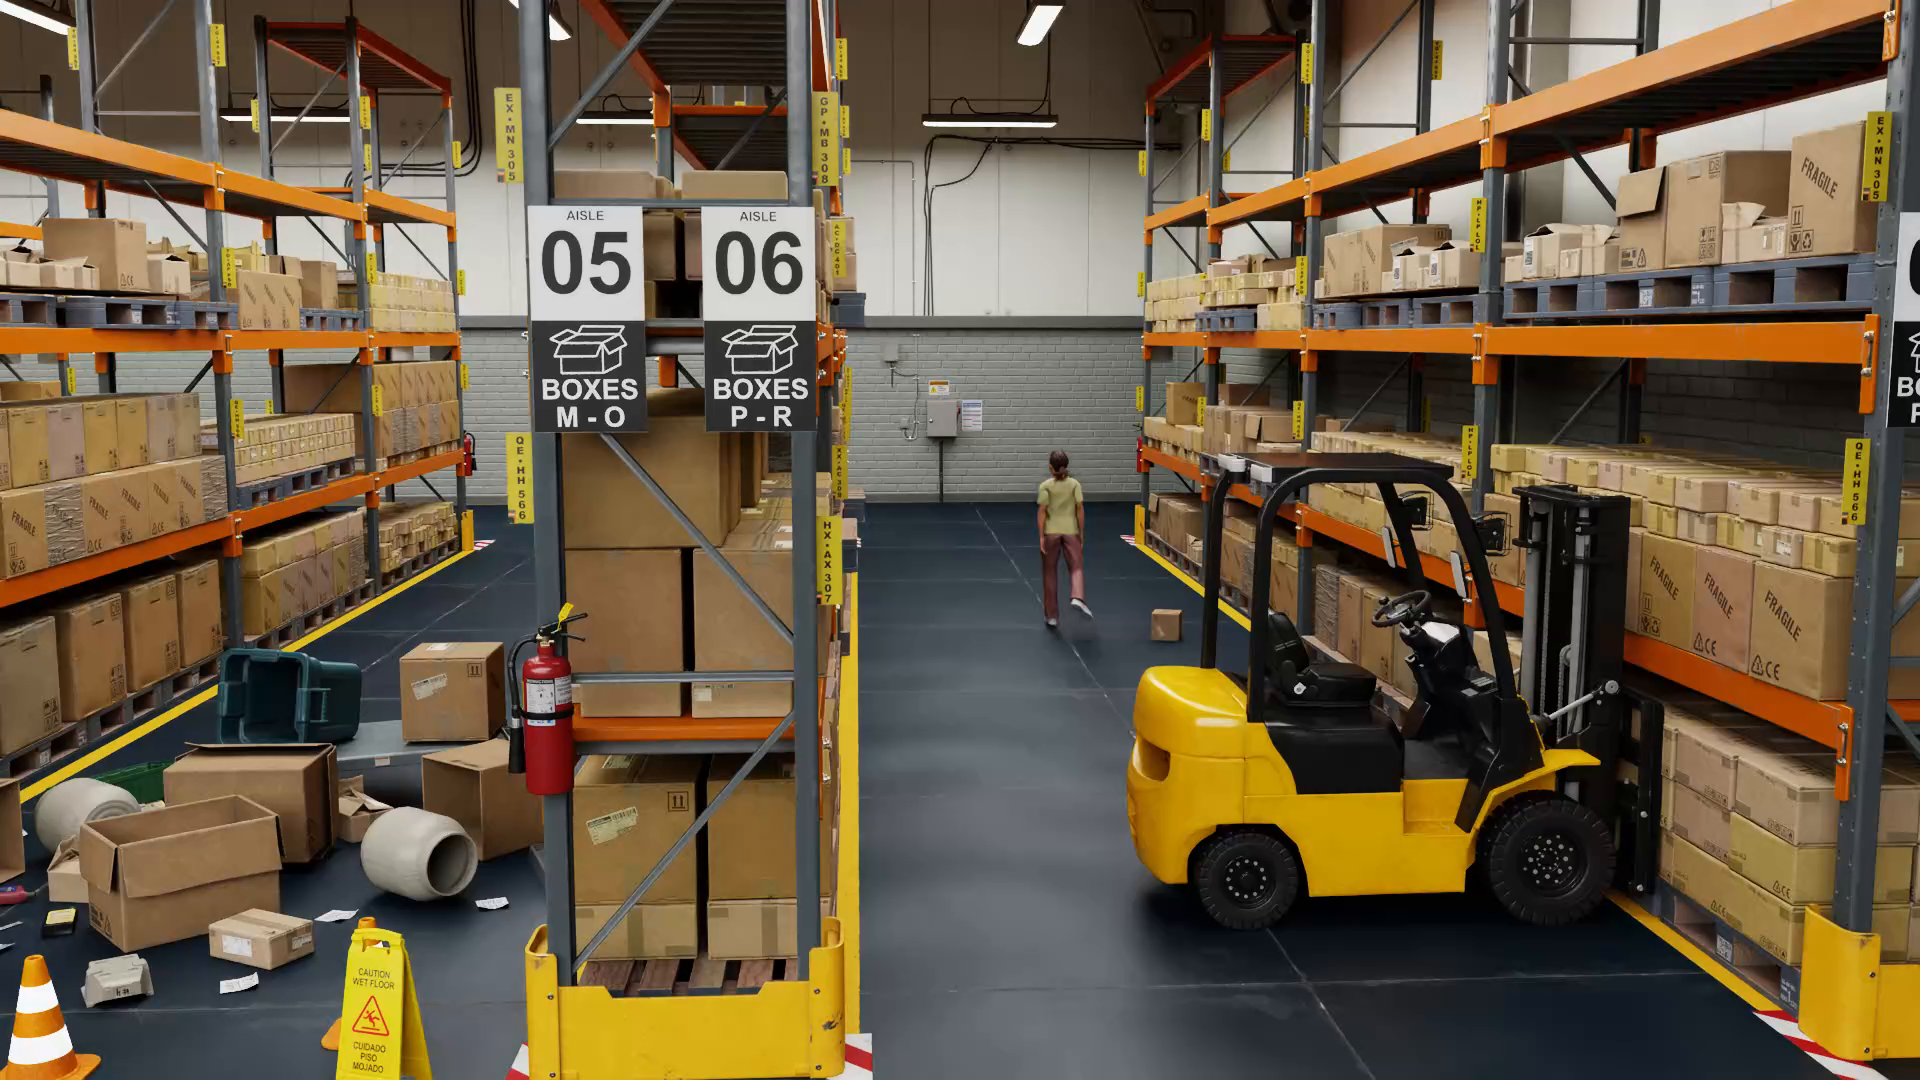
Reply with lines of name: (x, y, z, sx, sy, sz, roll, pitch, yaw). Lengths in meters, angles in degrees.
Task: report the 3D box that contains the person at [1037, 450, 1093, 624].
person: (0.973, -0.009, 15.681, 0.490, 1.661, 0.732, -1, 7, -6)
